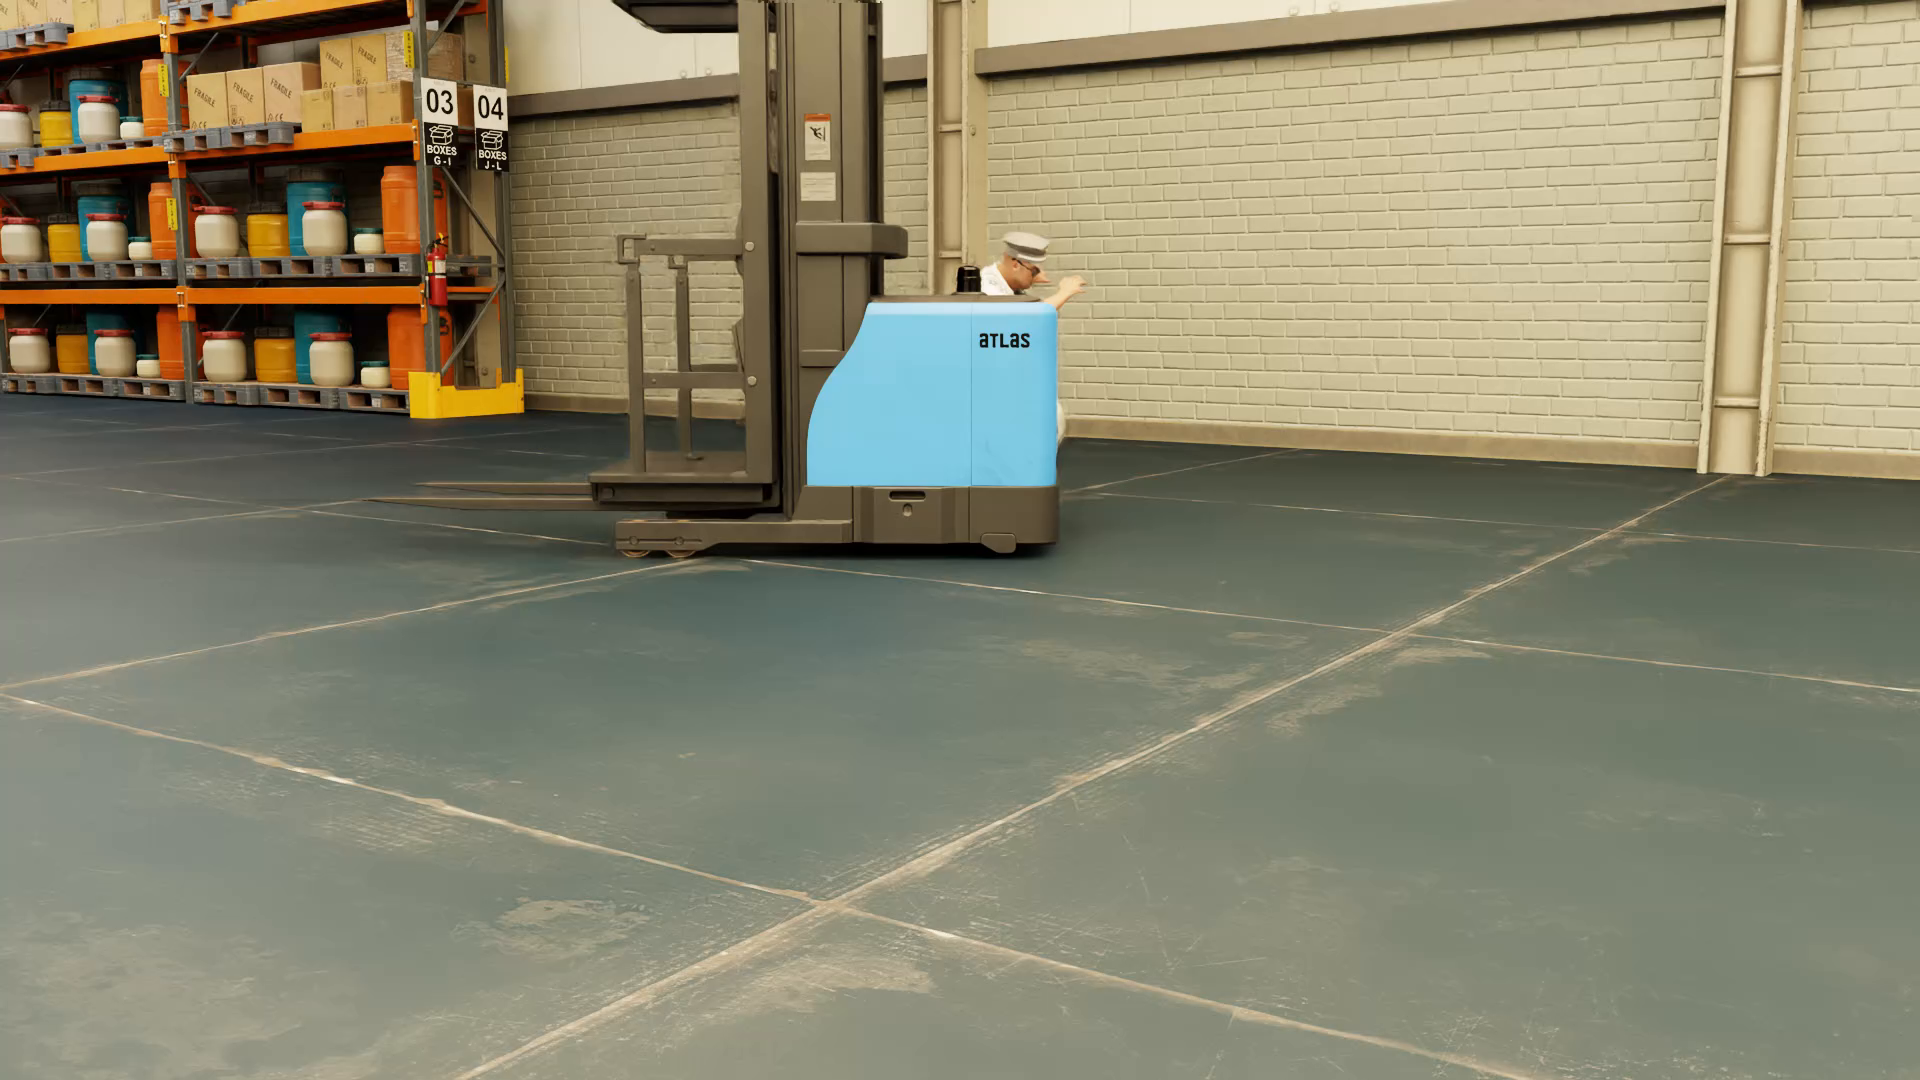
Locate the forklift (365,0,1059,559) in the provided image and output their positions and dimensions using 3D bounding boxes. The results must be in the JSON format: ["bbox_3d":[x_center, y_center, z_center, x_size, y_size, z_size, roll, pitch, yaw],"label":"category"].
[{"bbox_3d":[-1.076,-1.446,7.365,3.031,2.935,1.130,0,8,2],"label":"forklift"}]

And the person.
[{"bbox_3d":[0.301,-0.838,8.524,0.750,1.453,1.506,3,9,23],"label":"person"}]
